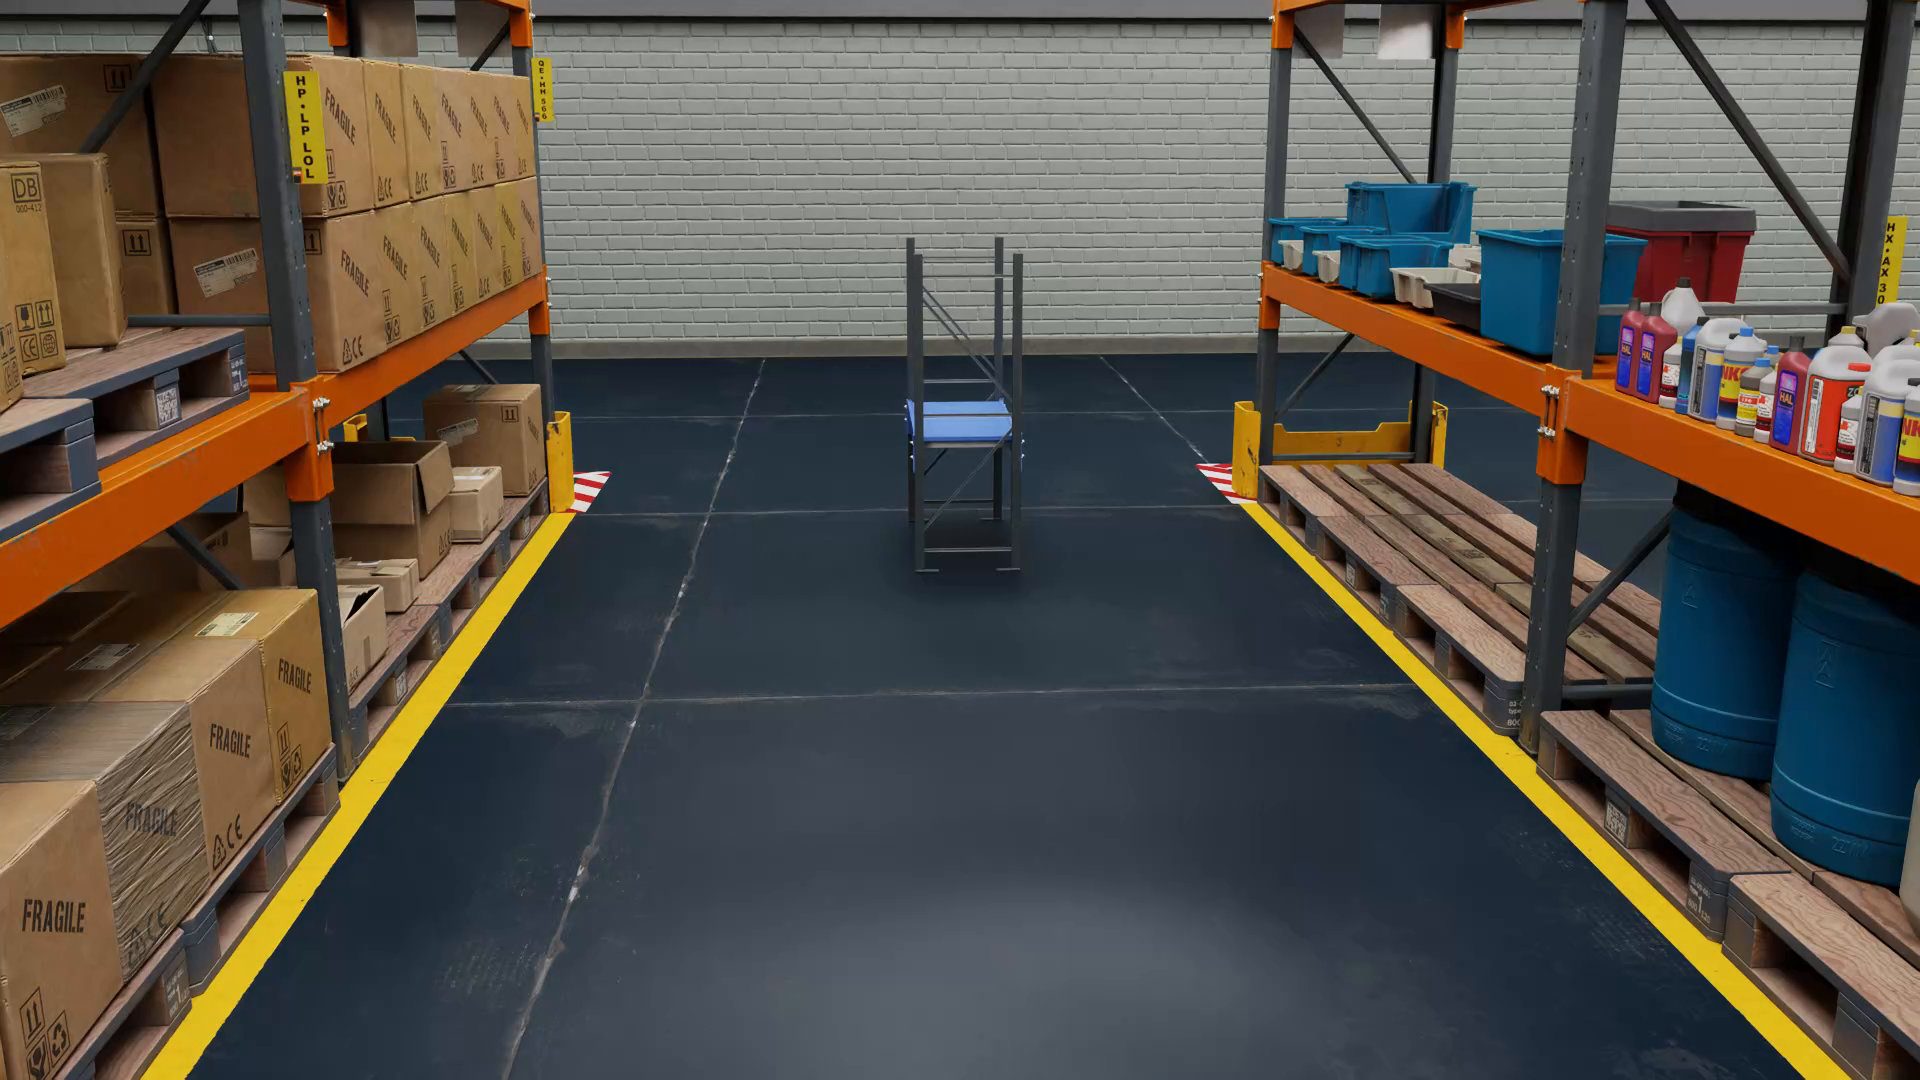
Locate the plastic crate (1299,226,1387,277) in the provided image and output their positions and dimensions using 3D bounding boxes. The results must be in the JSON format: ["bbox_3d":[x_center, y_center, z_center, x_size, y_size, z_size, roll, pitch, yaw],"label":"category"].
[{"bbox_3d":[1.917,-1.449,8.353,0.416,0.233,0.300,-1,14,-3],"label":"plastic crate"}]

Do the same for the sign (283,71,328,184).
[{"bbox_3d":[-1.953,-1.231,4.967,0.100,0.325,0.005,-1,14,-3],"label":"sign"}]

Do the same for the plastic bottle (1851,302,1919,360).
[{"bbox_3d":[2.784,-0.583,5.022,0.152,0.276,0.135,-1,14,-3],"label":"plastic bottle"}]

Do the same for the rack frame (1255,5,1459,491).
[{"bbox_3d":[2.189,-1.731,9.234,1.000,3.000,0.127,-1,14,-3],"label":"rack frame"}]

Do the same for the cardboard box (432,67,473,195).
[{"bbox_3d":[-2.352,-1.699,6.904,0.500,0.500,0.500,0,14,-2],"label":"cardboard box"}]

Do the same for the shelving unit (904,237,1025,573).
[{"bbox_3d":[0.005,-0.705,8.257,0.538,1.500,1.048,-1,14,-3],"label":"shelving unit"}]

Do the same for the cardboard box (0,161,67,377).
[{"bbox_3d":[-2.595,-0.621,3.877,0.700,0.500,0.500,1,14,5],"label":"cardboard box"}]

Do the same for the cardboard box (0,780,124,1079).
[{"bbox_3d":[-2.104,0.829,3.417,0.500,0.500,0.500,-1,14,-5],"label":"cardboard box"}]

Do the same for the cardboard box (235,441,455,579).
[{"bbox_3d":[-2.628,-0.132,7.146,0.797,0.503,0.637,-1,14,-3],"label":"cardboard box"}]

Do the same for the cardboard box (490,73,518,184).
[{"bbox_3d":[-2.421,-1.956,7.902,0.500,0.500,0.500,0,14,-2],"label":"cardboard box"}]

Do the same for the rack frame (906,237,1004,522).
[{"bbox_3d":[-0.026,-0.832,8.748,0.500,1.500,0.032,-1,14,-3],"label":"rack frame"}]

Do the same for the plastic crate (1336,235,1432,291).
[{"bbox_3d":[1.958,-1.285,7.716,0.416,0.233,0.300,-1,14,-3],"label":"plastic crate"}]

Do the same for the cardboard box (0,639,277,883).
[{"bbox_3d":[-2.168,0.578,4.393,0.500,0.500,0.500,-1,14,-3],"label":"cardboard box"}]

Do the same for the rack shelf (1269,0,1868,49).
[{"bbox_3d":[2.313,-2.338,7.017,1.077,0.370,4.000,-1,14,-3],"label":"rack shelf"}]

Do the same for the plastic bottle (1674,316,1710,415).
[{"bbox_3d":[2.074,-0.490,4.670,0.097,0.271,0.097,0,14,0],"label":"plastic bottle"}]

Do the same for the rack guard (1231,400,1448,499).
[{"bbox_3d":[2.175,-0.526,9.568,1.175,0.500,0.348,-1,14,-3],"label":"rack guard"}]

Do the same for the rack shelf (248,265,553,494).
[{"bbox_3d":[-2.631,-0.810,7.097,1.077,0.370,4.000,-1,14,-3],"label":"rack shelf"}]

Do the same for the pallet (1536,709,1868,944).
[{"bbox_3d":[2.443,0.807,4.967,1.003,0.211,1.213,-1,14,-3],"label":"pallet"}]

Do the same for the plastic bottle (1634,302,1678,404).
[{"bbox_3d":[2.042,-0.549,4.873,0.061,0.283,0.133,-1,14,-3],"label":"plastic bottle"}]

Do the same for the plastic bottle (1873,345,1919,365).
[{"bbox_3d":[2.295,-0.327,4.027,0.152,0.276,0.135,-1,14,-3],"label":"plastic bottle"}]

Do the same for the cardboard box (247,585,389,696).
[{"bbox_3d":[-2.317,0.321,5.773,0.500,0.311,0.500,-1,14,-3],"label":"cardboard box"}]

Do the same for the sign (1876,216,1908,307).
[{"bbox_3d":[2.986,-0.878,5.365,0.100,0.325,0.005,-1,14,-3],"label":"sign"}]

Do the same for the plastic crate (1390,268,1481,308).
[{"bbox_3d":[2.029,-1.066,7.058,0.293,0.136,0.466,-1,14,-3],"label":"plastic crate"}]

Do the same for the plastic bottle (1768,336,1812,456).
[{"bbox_3d":[2.089,-0.361,4.144,0.061,0.283,0.133,-1,14,-3],"label":"plastic bottle"}]

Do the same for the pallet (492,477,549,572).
[{"bbox_3d":[-2.700,-0.088,8.444,1.003,0.211,1.213,-1,14,-3],"label":"pallet"}]

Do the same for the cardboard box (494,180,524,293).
[{"bbox_3d":[-2.420,-1.468,8.010,0.500,0.500,0.500,-1,14,-3],"label":"cardboard box"}]

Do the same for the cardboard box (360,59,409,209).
[{"bbox_3d":[-2.288,-1.443,5.908,0.500,0.500,0.500,-1,14,-5],"label":"cardboard box"}]

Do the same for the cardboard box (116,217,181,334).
[{"bbox_3d":[-2.794,-0.829,5.530,0.500,0.500,0.500,-1,14,-3],"label":"cardboard box"}]

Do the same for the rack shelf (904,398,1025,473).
[{"bbox_3d":[0.005,-0.531,8.302,0.538,0.185,1.000,-1,14,-3],"label":"rack shelf"}]

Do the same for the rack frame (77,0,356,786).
[{"bbox_3d":[-2.507,-0.661,5.074,1.000,3.000,0.127,-1,14,-3],"label":"rack frame"}]

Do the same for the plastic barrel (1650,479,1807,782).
[{"bbox_3d":[2.454,0.212,5.050,0.600,0.901,0.708,-1,14,-3],"label":"plastic barrel"}]

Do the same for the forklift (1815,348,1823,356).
[{"bbox_3d":[4.853,-0.966,6.399,1.130,2.935,3.031,-4,15,-15],"label":"forklift"}]

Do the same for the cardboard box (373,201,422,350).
[{"bbox_3d":[-2.301,-0.967,6.065,0.500,0.500,0.500,-1,14,-2],"label":"cardboard box"}]

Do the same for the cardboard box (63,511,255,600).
[{"bbox_3d":[-2.825,0.200,5.865,0.500,0.500,0.500,-1,14,-3],"label":"cardboard box"}]

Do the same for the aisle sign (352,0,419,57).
[{"bbox_3d":[-3.052,-2.927,8.665,0.394,0.787,0.004,-1,14,-3],"label":"aisle sign"}]

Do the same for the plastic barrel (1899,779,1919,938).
[{"bbox_3d":[2.443,0.719,3.863,0.421,0.512,0.421,0,14,0],"label":"plastic barrel"}]

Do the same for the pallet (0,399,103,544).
[{"bbox_3d":[-2.384,-0.056,3.111,1.003,0.211,1.213,-1,14,-3],"label":"pallet"}]

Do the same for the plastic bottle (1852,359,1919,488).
[{"bbox_3d":[2.157,-0.267,3.794,0.152,0.276,0.135,-1,14,-3],"label":"plastic bottle"}]

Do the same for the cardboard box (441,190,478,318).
[{"bbox_3d":[-2.363,-1.218,7.041,0.500,0.500,0.500,-1,14,-4],"label":"cardboard box"}]

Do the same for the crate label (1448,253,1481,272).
[{"bbox_3d":[2.466,-1.291,7.933,0.396,0.136,0.243,-1,14,-3],"label":"crate label"}]

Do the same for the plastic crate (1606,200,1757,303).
[{"bbox_3d":[2.632,-1.022,6.230,0.402,0.464,0.583,-1,14,-3],"label":"plastic crate"}]

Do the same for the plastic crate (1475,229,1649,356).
[{"bbox_3d":[2.068,-0.868,5.793,0.392,0.384,0.575,-1,14,-3],"label":"plastic crate"}]

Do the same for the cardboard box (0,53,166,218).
[{"bbox_3d":[-2.797,-1.315,5.410,0.500,0.500,0.500,-1,14,-3],"label":"cardboard box"}]

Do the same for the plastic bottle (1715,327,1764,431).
[{"bbox_3d":[2.088,-0.433,4.446,0.097,0.271,0.097,0,14,0],"label":"plastic bottle"}]

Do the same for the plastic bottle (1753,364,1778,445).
[{"bbox_3d":[2.100,-0.350,4.267,0.097,0.201,0.097,0,14,0],"label":"plastic bottle"}]

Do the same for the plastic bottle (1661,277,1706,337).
[{"bbox_3d":[2.138,-0.610,4.975,0.144,0.351,0.185,-1,14,-3],"label":"plastic bottle"}]

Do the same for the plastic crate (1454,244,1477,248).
[{"bbox_3d":[2.421,-1.432,8.482,0.396,0.136,0.243,-1,14,-3],"label":"plastic crate"}]

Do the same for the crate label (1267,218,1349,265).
[{"bbox_3d":[1.876,-1.612,8.989,0.416,0.233,0.303,-1,14,-3],"label":"crate label"}]

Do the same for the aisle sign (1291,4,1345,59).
[{"bbox_3d":[1.888,-3.003,8.962,0.394,0.787,0.004,-1,14,-3],"label":"aisle sign"}]

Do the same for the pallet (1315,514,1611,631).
[{"bbox_3d":[2.274,0.128,7.606,1.003,0.211,1.213,-1,14,-3],"label":"pallet"}]

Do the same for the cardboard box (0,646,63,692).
[{"bbox_3d":[-2.676,0.593,4.334,0.500,0.500,0.500,-1,14,-3],"label":"cardboard box"}]

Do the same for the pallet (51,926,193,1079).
[{"bbox_3d":[-2.340,1.196,3.456,1.003,0.211,1.213,-1,14,-3],"label":"pallet"}]

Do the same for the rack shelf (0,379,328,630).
[{"bbox_3d":[-2.383,0.185,3.231,1.077,0.370,4.000,-1,14,-3],"label":"rack shelf"}]

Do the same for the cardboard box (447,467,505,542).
[{"bbox_3d":[-2.446,-0.169,7.798,0.500,0.250,0.500,-1,14,-3],"label":"cardboard box"}]

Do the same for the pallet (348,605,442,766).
[{"bbox_3d":[-2.549,0.519,6.086,1.003,0.211,1.213,-1,14,-3],"label":"pallet"}]
